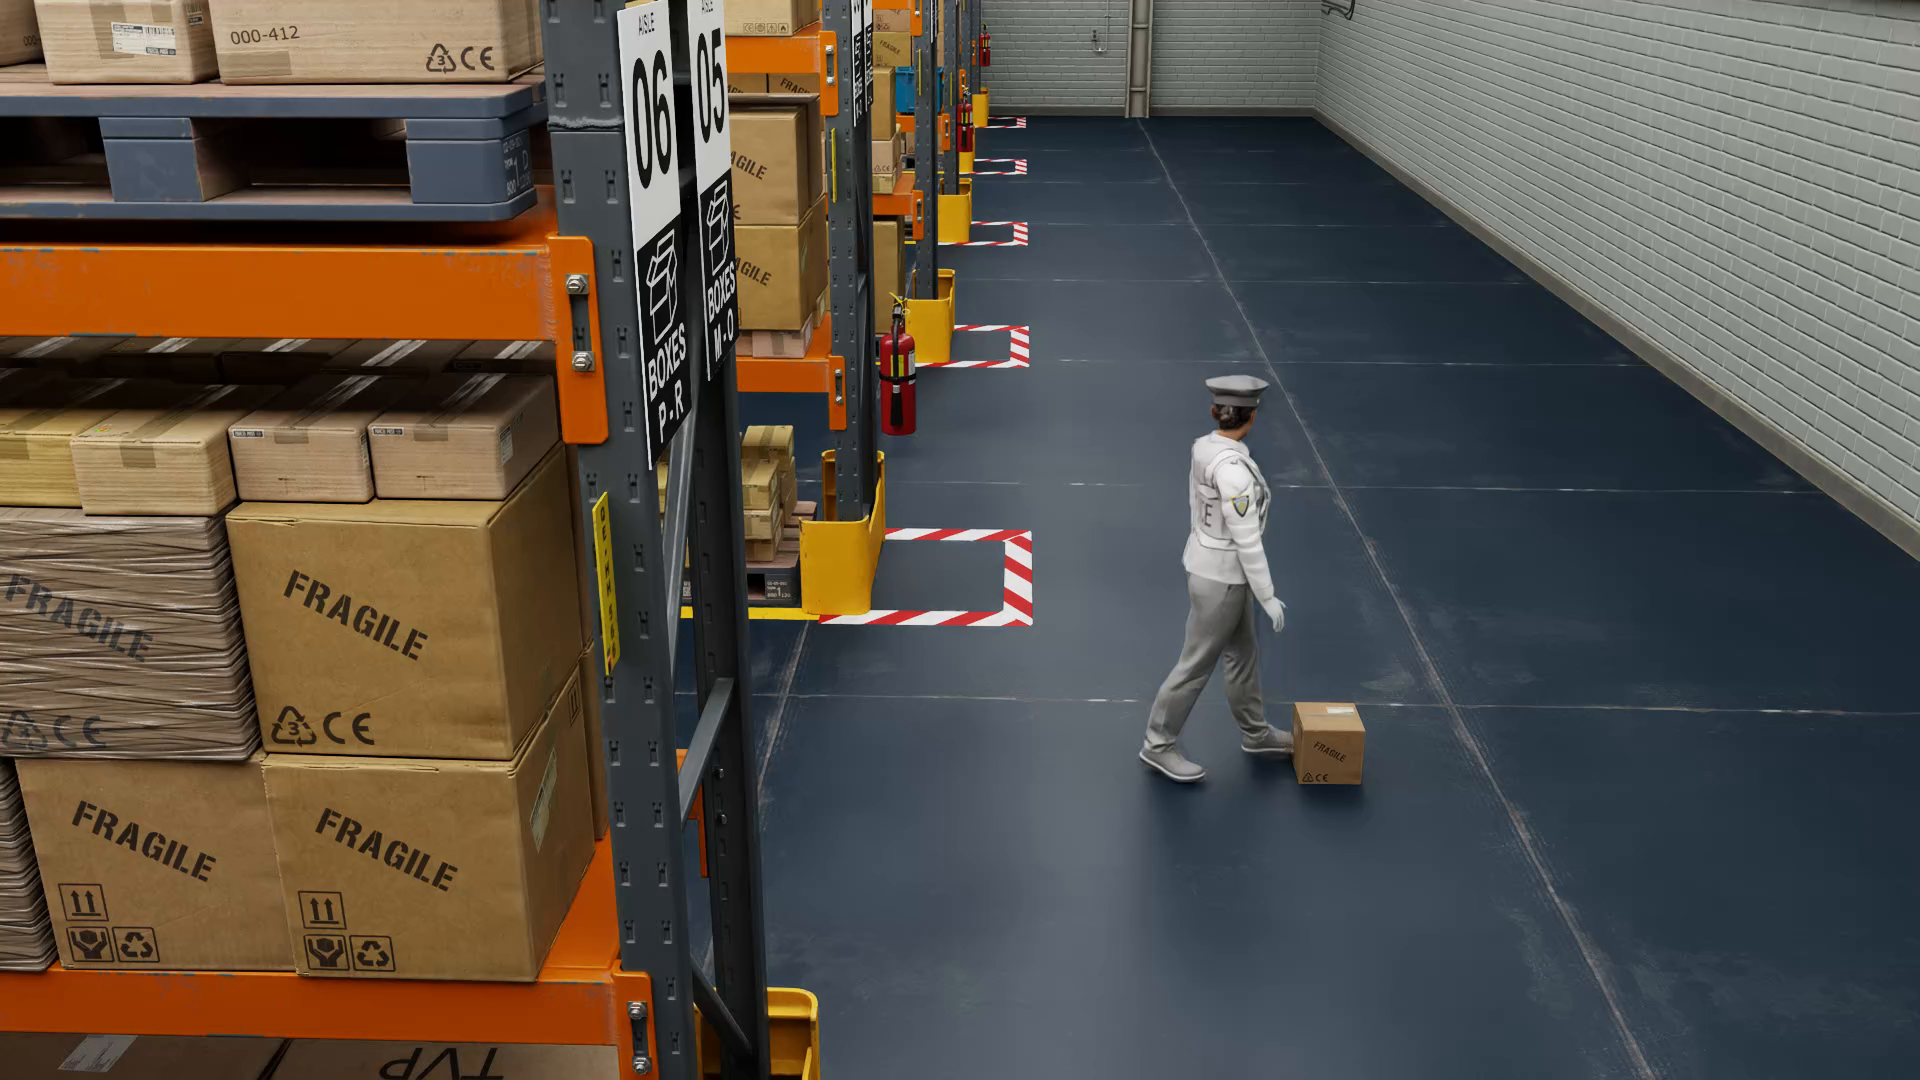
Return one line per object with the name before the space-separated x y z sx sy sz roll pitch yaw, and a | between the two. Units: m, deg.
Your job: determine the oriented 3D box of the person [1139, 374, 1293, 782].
person | 1.105 0.160 6.614 0.725 1.646 0.521 1 21 2
